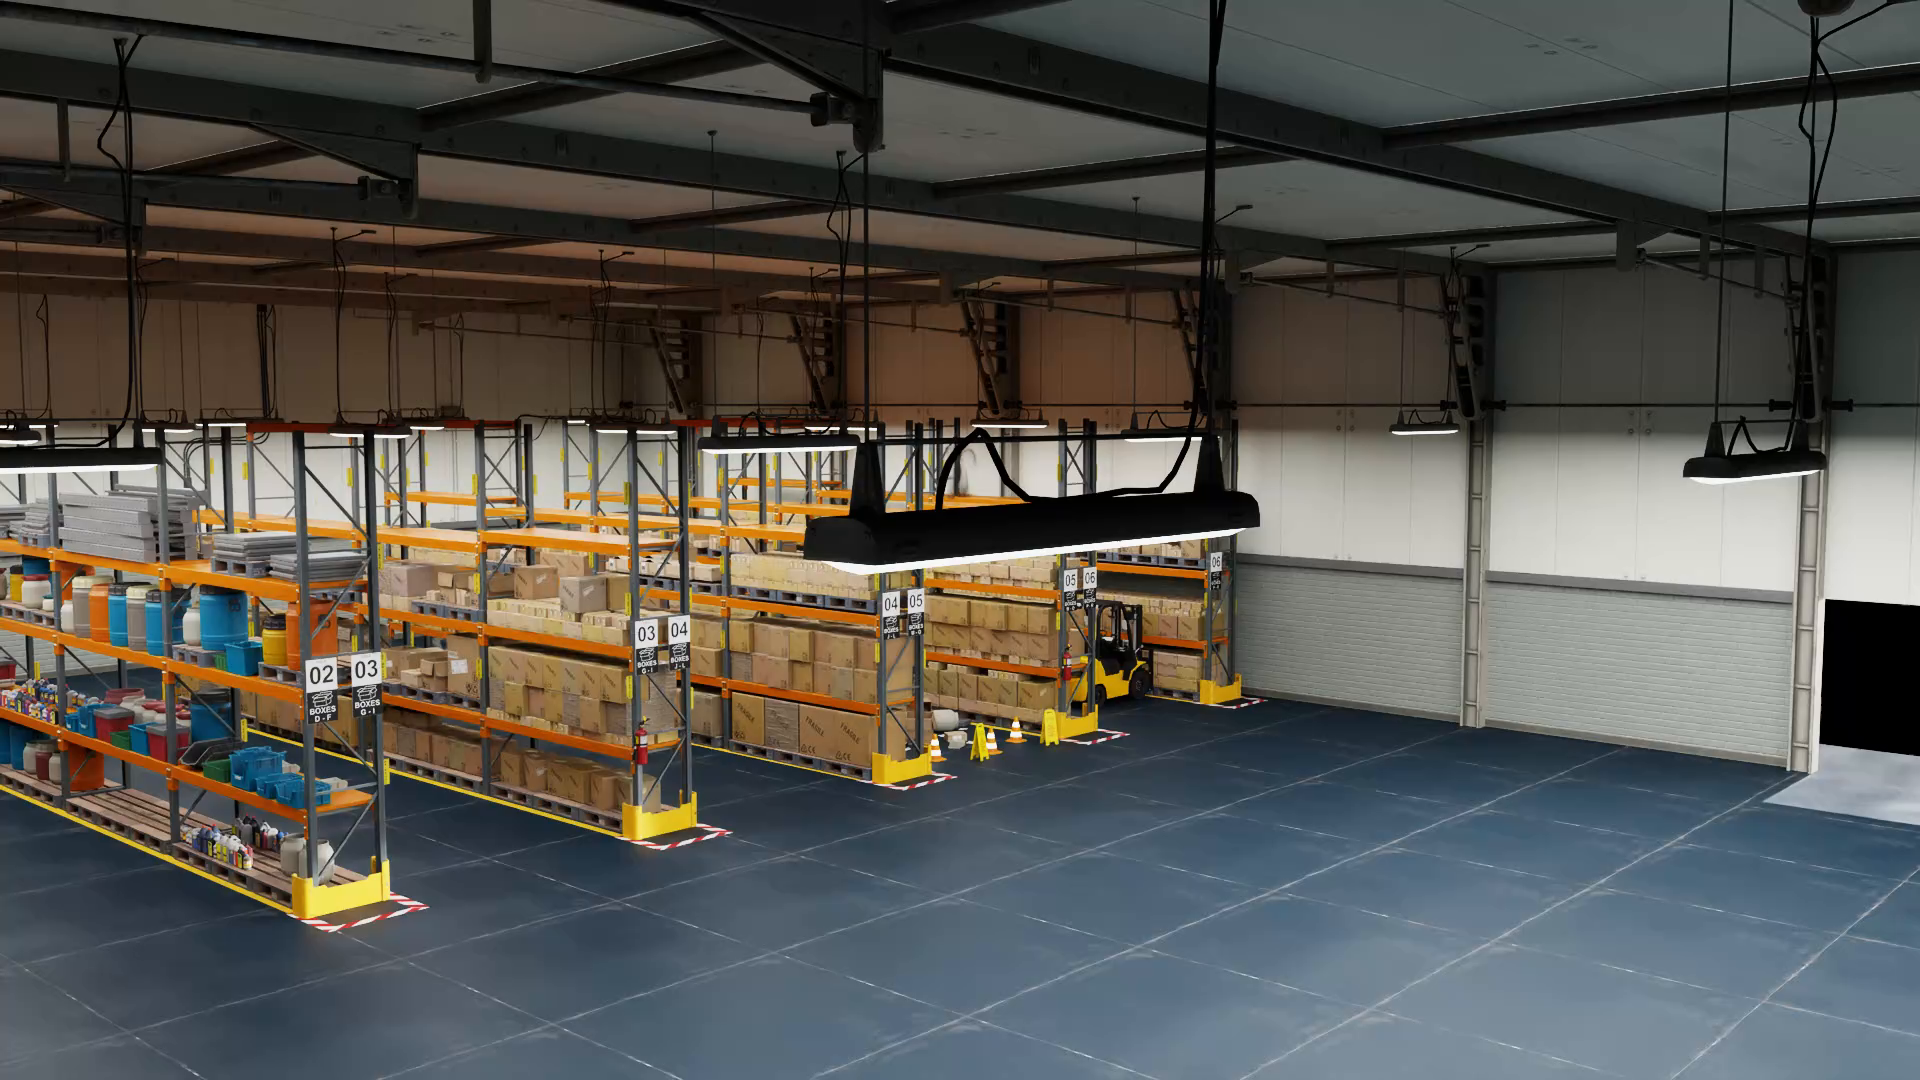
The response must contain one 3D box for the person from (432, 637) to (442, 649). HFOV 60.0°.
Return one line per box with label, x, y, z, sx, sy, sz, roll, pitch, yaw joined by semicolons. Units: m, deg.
person;-12.529;2.204;40.662;1.071;1.736;0.750;-2;5;-22
